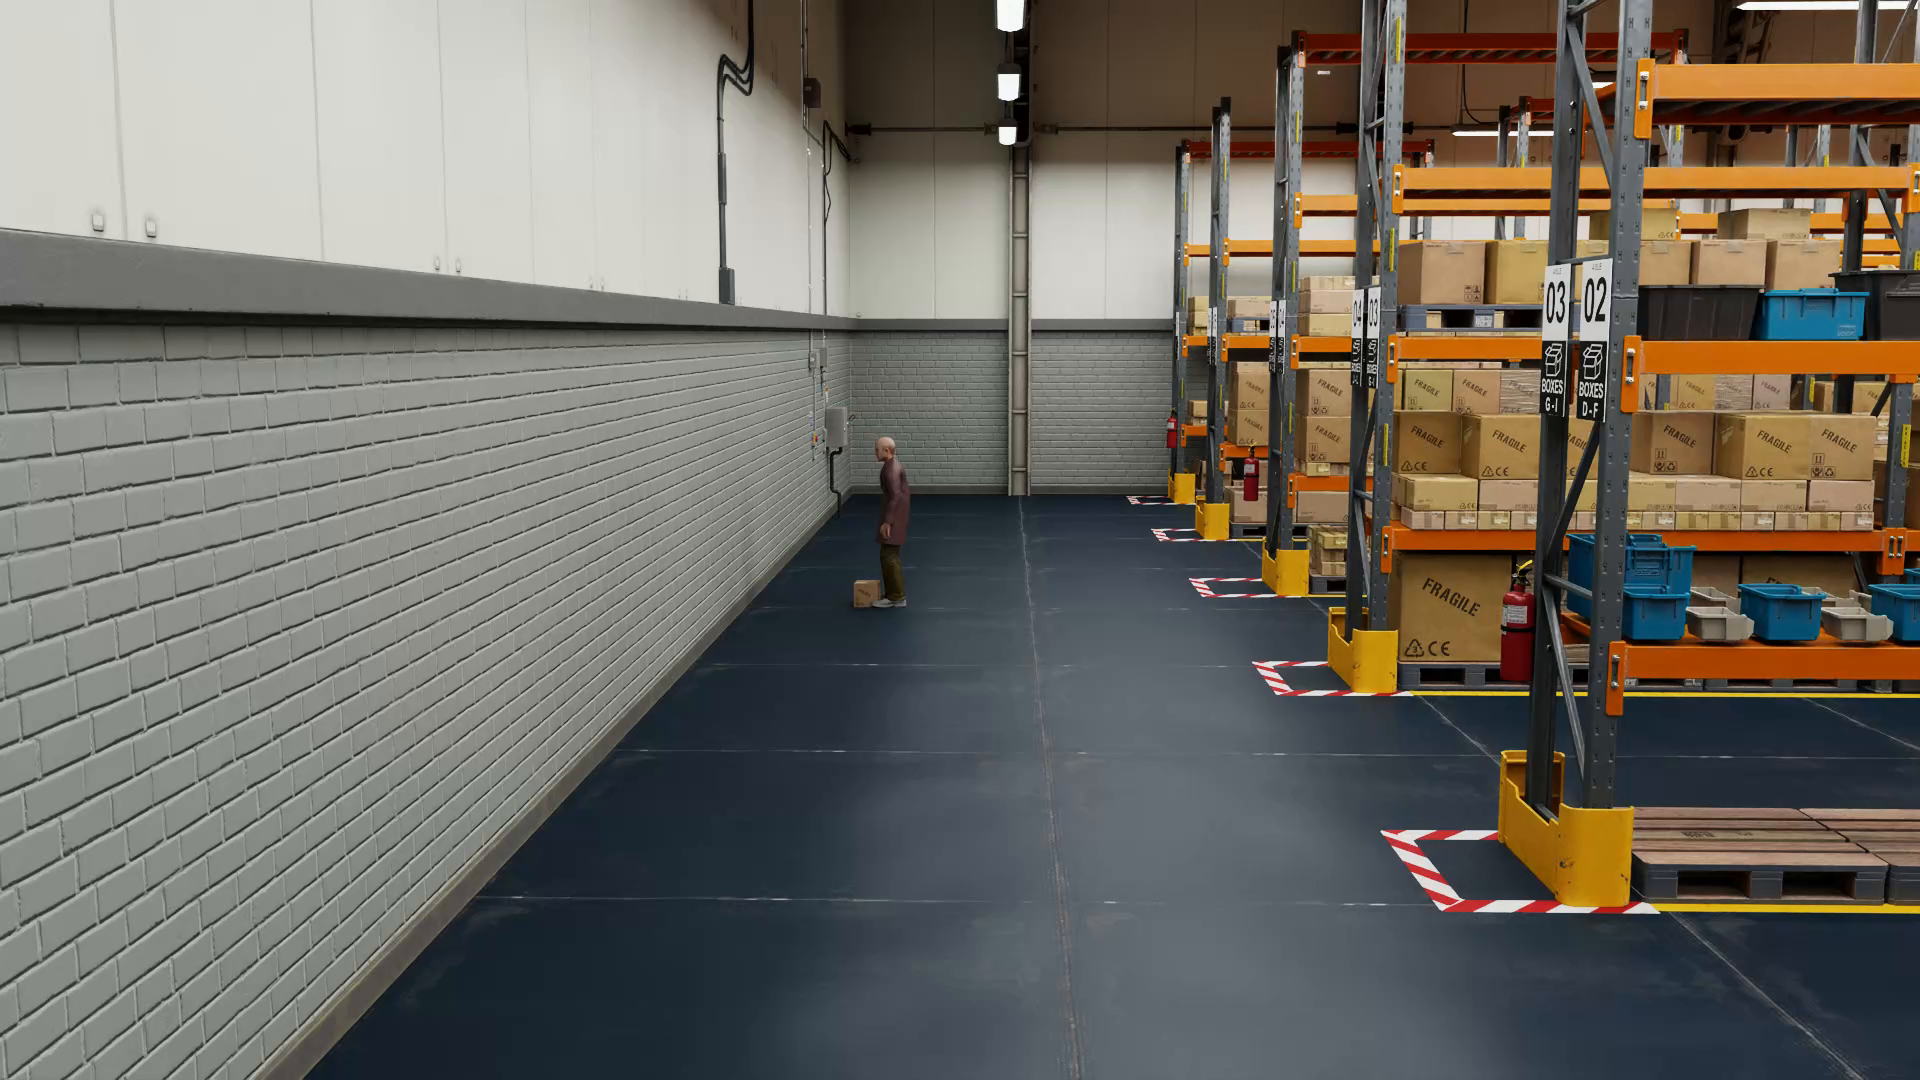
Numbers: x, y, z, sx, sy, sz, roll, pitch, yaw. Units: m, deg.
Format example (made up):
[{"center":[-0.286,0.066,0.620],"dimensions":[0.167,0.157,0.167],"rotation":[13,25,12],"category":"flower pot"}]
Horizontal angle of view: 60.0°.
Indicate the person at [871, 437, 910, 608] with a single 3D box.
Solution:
[{"center":[-0.725,-0.192,17.367],"dimensions":[0.417,1.774,0.656],"rotation":[0,7,-1],"category":"person"}]
